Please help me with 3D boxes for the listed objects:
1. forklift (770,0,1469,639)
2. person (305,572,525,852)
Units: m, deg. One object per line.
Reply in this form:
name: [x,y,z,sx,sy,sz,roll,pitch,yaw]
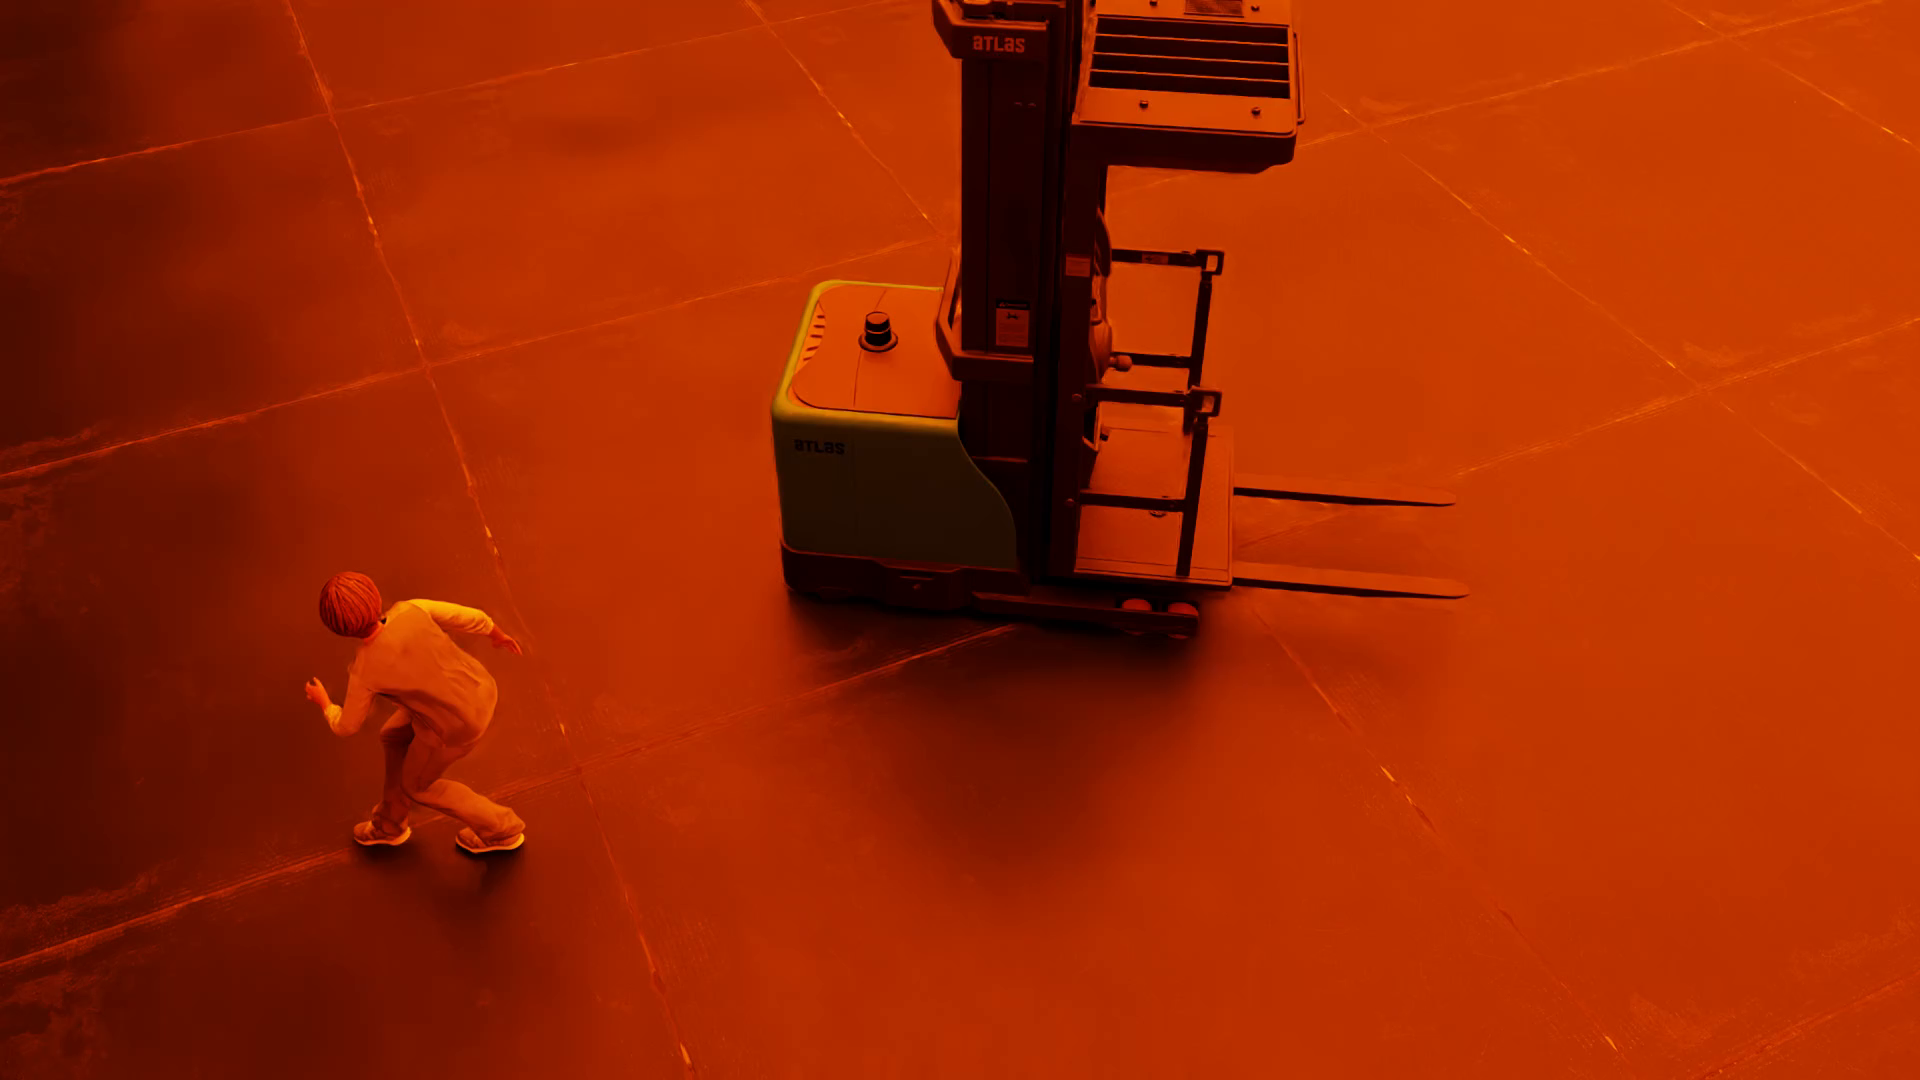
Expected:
forklift: [0.755,-1.022,6.775,3.031,2.935,1.130,5,43,5]
person: [-2.039,0.587,6.156,0.714,1.444,0.637,8,44,8]
